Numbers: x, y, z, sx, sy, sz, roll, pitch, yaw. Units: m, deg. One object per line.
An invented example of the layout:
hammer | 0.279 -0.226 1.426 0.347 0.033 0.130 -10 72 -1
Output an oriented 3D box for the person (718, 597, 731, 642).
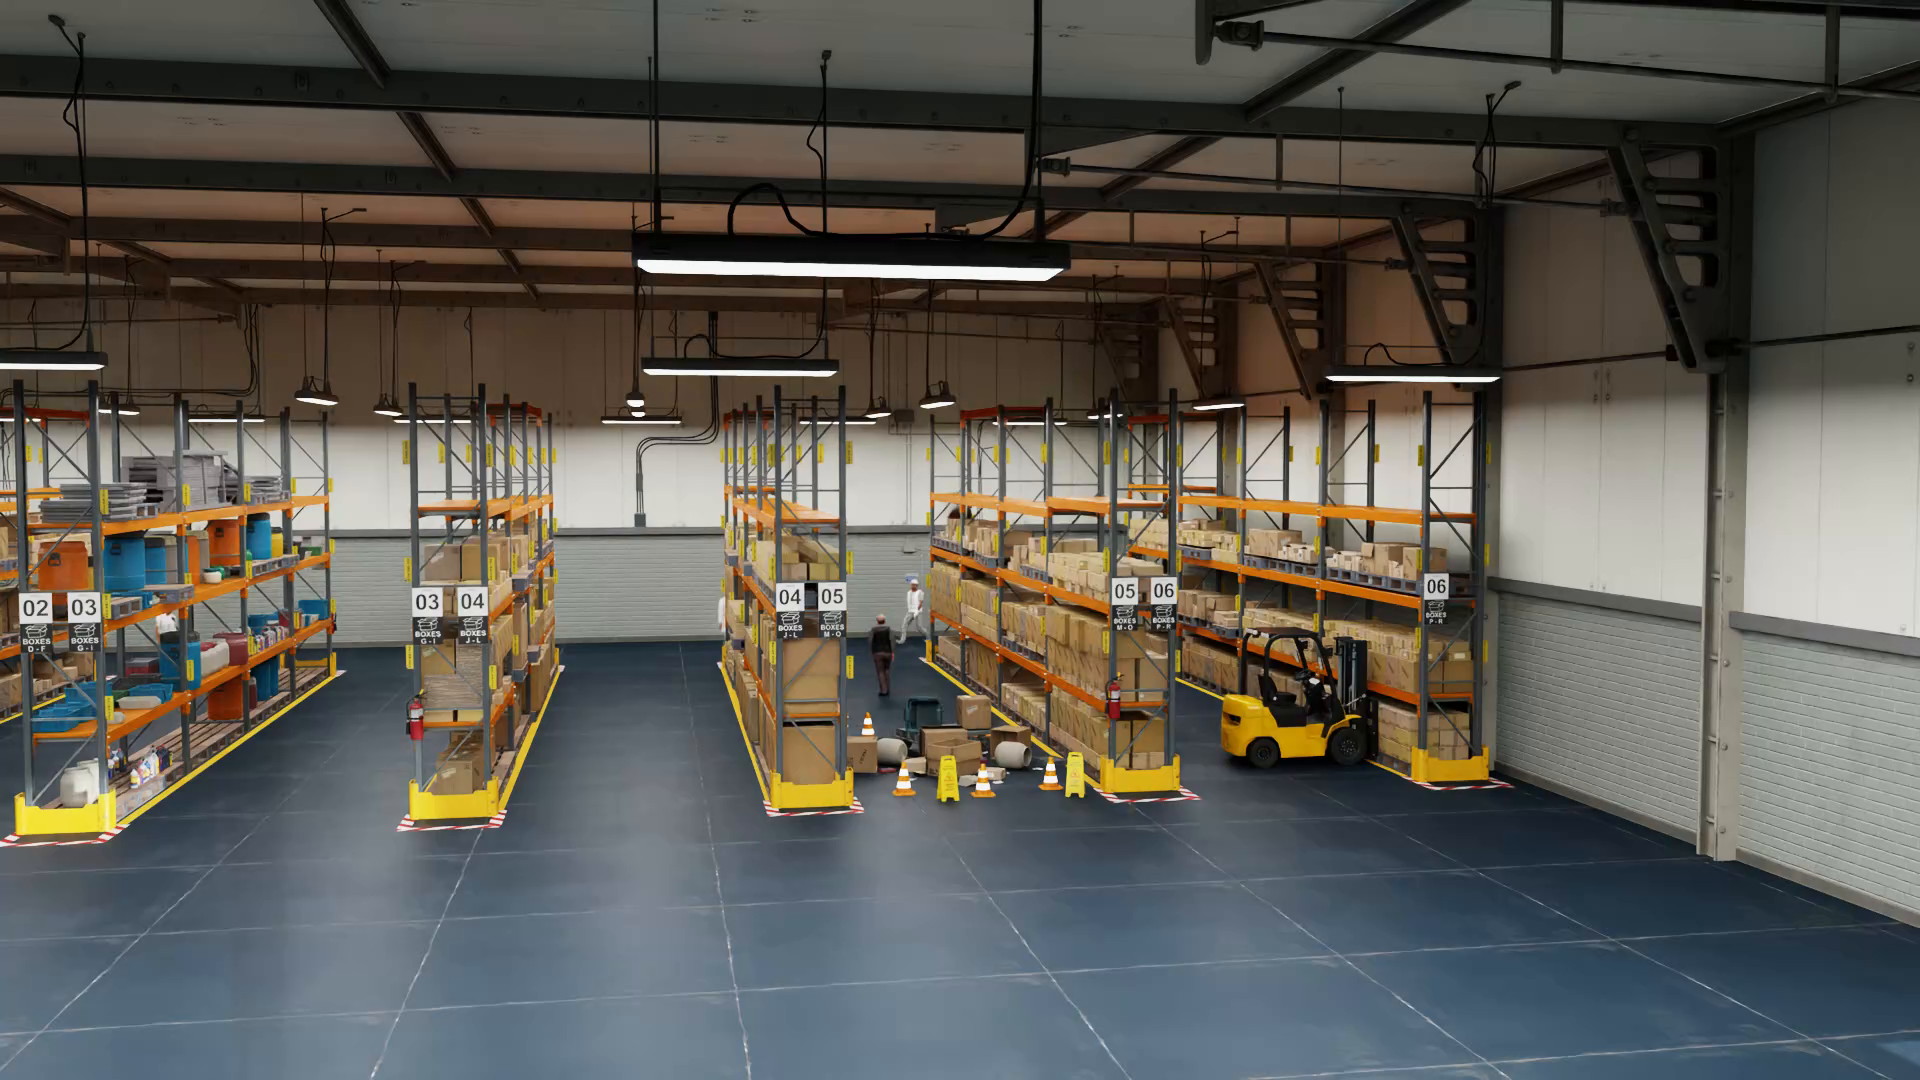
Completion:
person | -5.645 2.036 40.866 0.598 1.793 0.399 0 3 -10

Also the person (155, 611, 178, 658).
person | -18.065 2.250 37.962 0.484 1.632 0.665 -1 3 -12

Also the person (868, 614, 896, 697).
person | -1.636 2.397 34.464 0.509 1.742 0.689 -1 3 -21

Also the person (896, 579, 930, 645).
person | -1.222 1.912 44.066 0.953 1.742 0.599 -2 4 -37
